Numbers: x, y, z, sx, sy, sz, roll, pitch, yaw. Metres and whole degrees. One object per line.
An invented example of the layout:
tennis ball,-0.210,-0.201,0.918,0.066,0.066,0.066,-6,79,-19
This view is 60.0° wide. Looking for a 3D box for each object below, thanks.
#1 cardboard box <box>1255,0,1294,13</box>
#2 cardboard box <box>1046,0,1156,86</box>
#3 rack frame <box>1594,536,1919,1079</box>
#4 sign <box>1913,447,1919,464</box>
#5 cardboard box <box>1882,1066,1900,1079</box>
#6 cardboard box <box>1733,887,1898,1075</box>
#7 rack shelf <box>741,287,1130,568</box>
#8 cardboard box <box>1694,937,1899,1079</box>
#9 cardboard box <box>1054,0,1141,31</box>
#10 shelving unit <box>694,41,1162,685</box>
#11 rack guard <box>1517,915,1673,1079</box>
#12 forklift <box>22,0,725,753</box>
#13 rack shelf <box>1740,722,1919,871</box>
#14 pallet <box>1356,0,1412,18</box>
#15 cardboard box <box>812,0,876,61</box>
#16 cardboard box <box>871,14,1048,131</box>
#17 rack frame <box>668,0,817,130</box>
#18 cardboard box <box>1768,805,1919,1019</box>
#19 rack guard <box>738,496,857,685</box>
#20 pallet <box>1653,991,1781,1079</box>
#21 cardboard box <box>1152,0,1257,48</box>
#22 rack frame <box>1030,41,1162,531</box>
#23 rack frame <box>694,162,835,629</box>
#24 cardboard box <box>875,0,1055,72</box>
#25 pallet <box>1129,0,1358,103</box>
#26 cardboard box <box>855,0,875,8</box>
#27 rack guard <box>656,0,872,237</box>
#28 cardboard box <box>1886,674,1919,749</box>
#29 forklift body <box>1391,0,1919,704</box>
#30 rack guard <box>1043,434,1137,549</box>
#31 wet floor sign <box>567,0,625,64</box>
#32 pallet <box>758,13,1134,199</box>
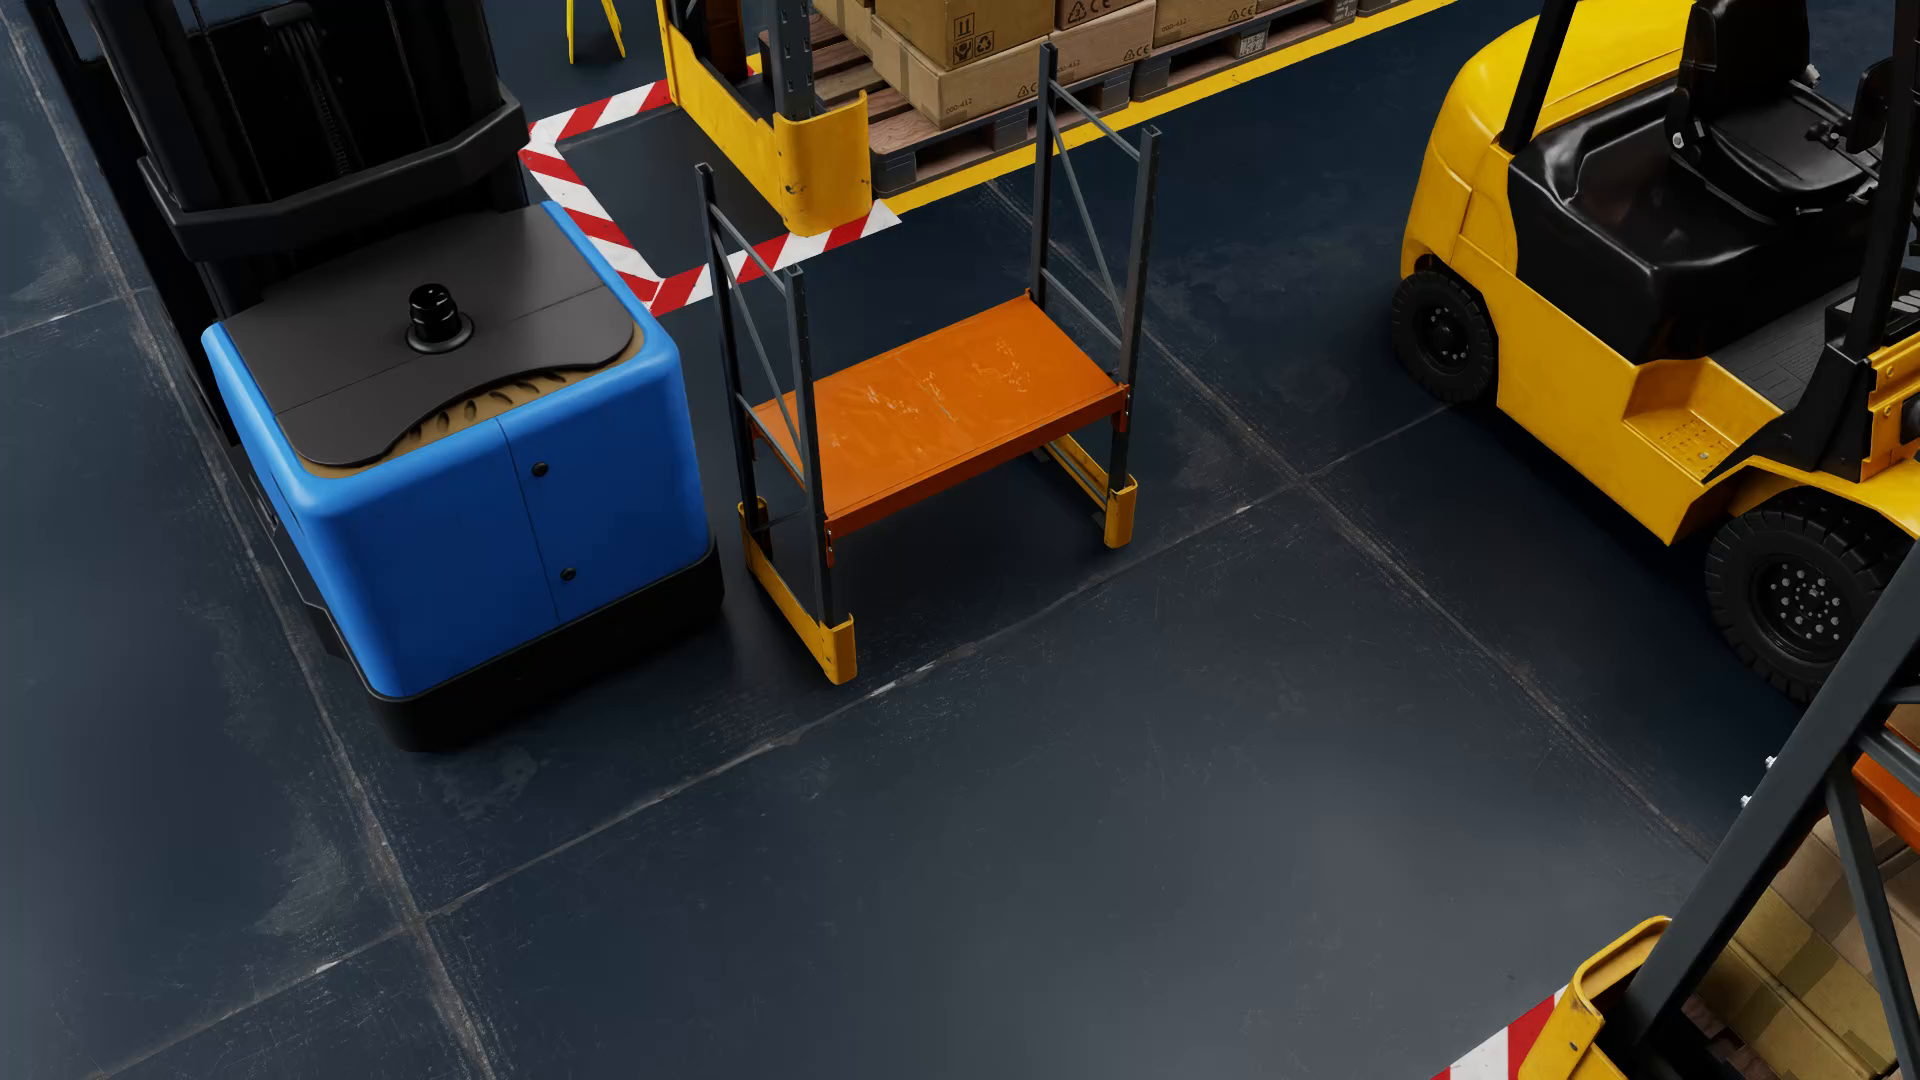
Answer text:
cardboard box,1.316,-2.524,7.049,0.500,0.250,0.500,-24,53,-20
cardboard box,0.432,-2.099,6.670,0.500,0.250,0.500,-23,52,-20
rack frame,1.818,0.605,2.702,0.127,3.000,1.000,-25,53,-21
sign,1.541,-0.207,2.491,0.005,0.325,0.100,-25,53,-21
cardboard box,2.338,1.308,3.637,0.500,0.250,0.500,-25,53,-21
cardboard box,2.063,0.823,3.734,0.500,0.250,0.500,-26,53,-21
rack shelf,-0.072,-0.345,4.794,1.000,0.185,0.538,-25,53,-21
cardboard box,2.047,0.994,3.917,0.500,0.250,0.500,-25,53,-21
cardboard box,0.456,-2.370,6.410,0.500,0.500,0.500,-27,54,-22
shelving unit,-0.064,-0.468,4.663,1.083,1.500,0.587,-25,53,-21
rack guard,1.798,1.446,3.627,0.348,0.500,1.175,-25,53,-21
forklift,-1.948,-1.460,4.588,1.130,2.935,3.031,-27,54,-22
rack shelf,3.510,0.048,3.681,4.000,0.370,1.077,-25,53,-21
pallet,2.001,-2.905,7.695,1.213,0.211,1.003,-25,53,-21
cardboard box,-0.273,-2.255,6.810,0.500,0.250,0.500,-25,53,-21
cardboard box,-0.004,-1.900,6.494,0.500,0.250,0.500,-26,53,-21
rack frame,-0.833,-2.528,5.493,0.127,3.000,1.000,-25,53,-21
cardboard box,2.041,0.667,3.538,0.500,0.250,0.500,-24,52,-20
rack guard,-0.486,0.146,4.953,0.087,0.250,0.587,-25,53,-21
pallet,2.443,1.202,4.038,1.213,0.211,1.003,-25,53,-21
cardboard box,0.887,-2.324,6.871,0.500,0.250,0.500,-22,52,-18
rack frame,0.358,-0.667,4.840,0.032,1.500,0.500,-25,53,-21
rack frame,-0.502,-0.262,4.479,0.032,1.500,0.500,-25,53,-21
cardboard box,0.016,-2.159,6.222,0.500,0.500,0.500,-27,54,-22
pallet,0.968,-2.415,7.260,1.213,0.211,1.003,-25,53,-21
cardboard box,-0.295,-2.487,6.514,0.500,0.500,0.500,-25,53,-21
rack guard,-0.769,-1.727,6.453,0.348,0.500,1.175,-25,53,-21
cardboard box,2.094,0.210,2.987,0.500,0.500,0.500,-26,53,-22
forklift body,2.449,-1.020,4.718,1.214,2.155,2.313,-25,53,-21
rack guard,0.357,-0.251,5.306,0.087,0.250,0.587,-25,53,-21
wet floor sign,-1.565,-2.345,6.906,0.232,0.644,0.267,-9,49,-8
pallet,-0.063,-1.932,6.830,1.213,0.211,1.003,-25,53,-21
